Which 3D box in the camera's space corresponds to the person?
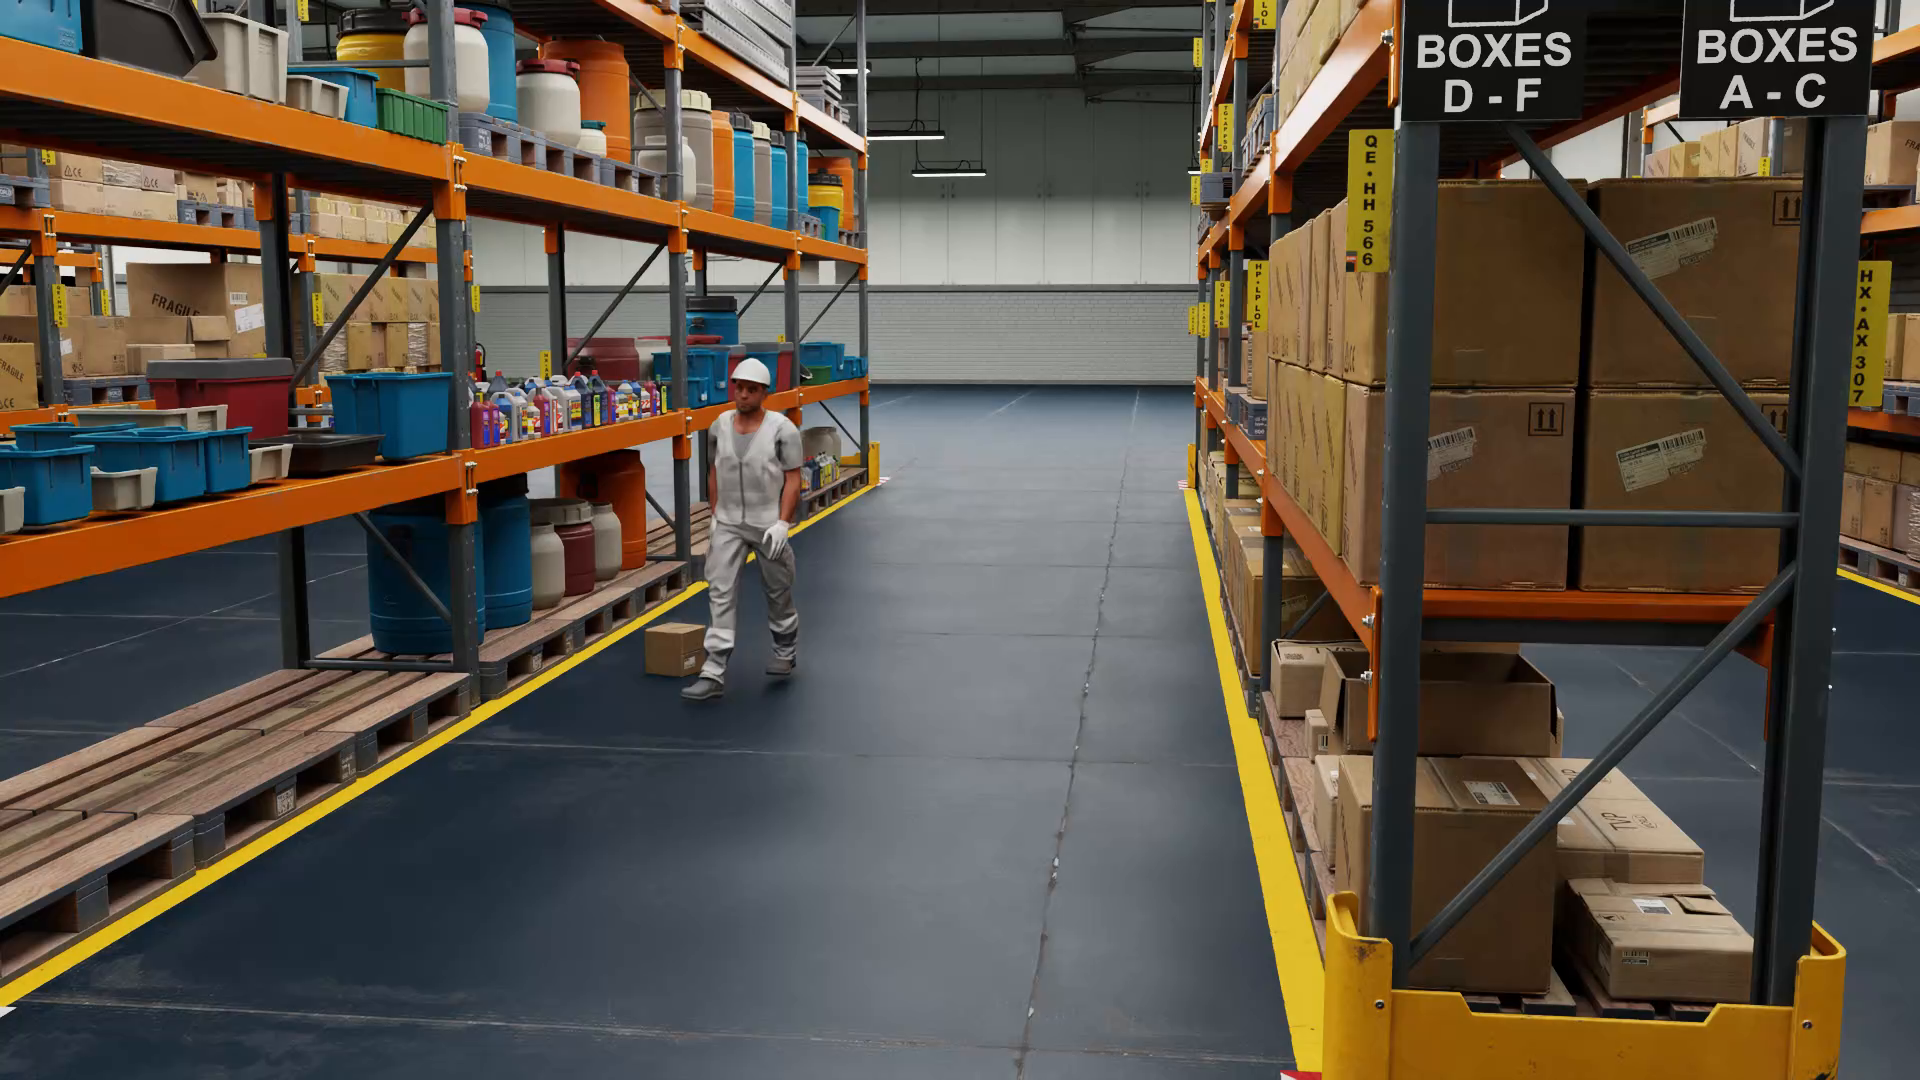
[{"bbox_3d":[-1.091,-0.076,8.668,0.552,1.736,1.001,1,8,10],"label":"person"}]
